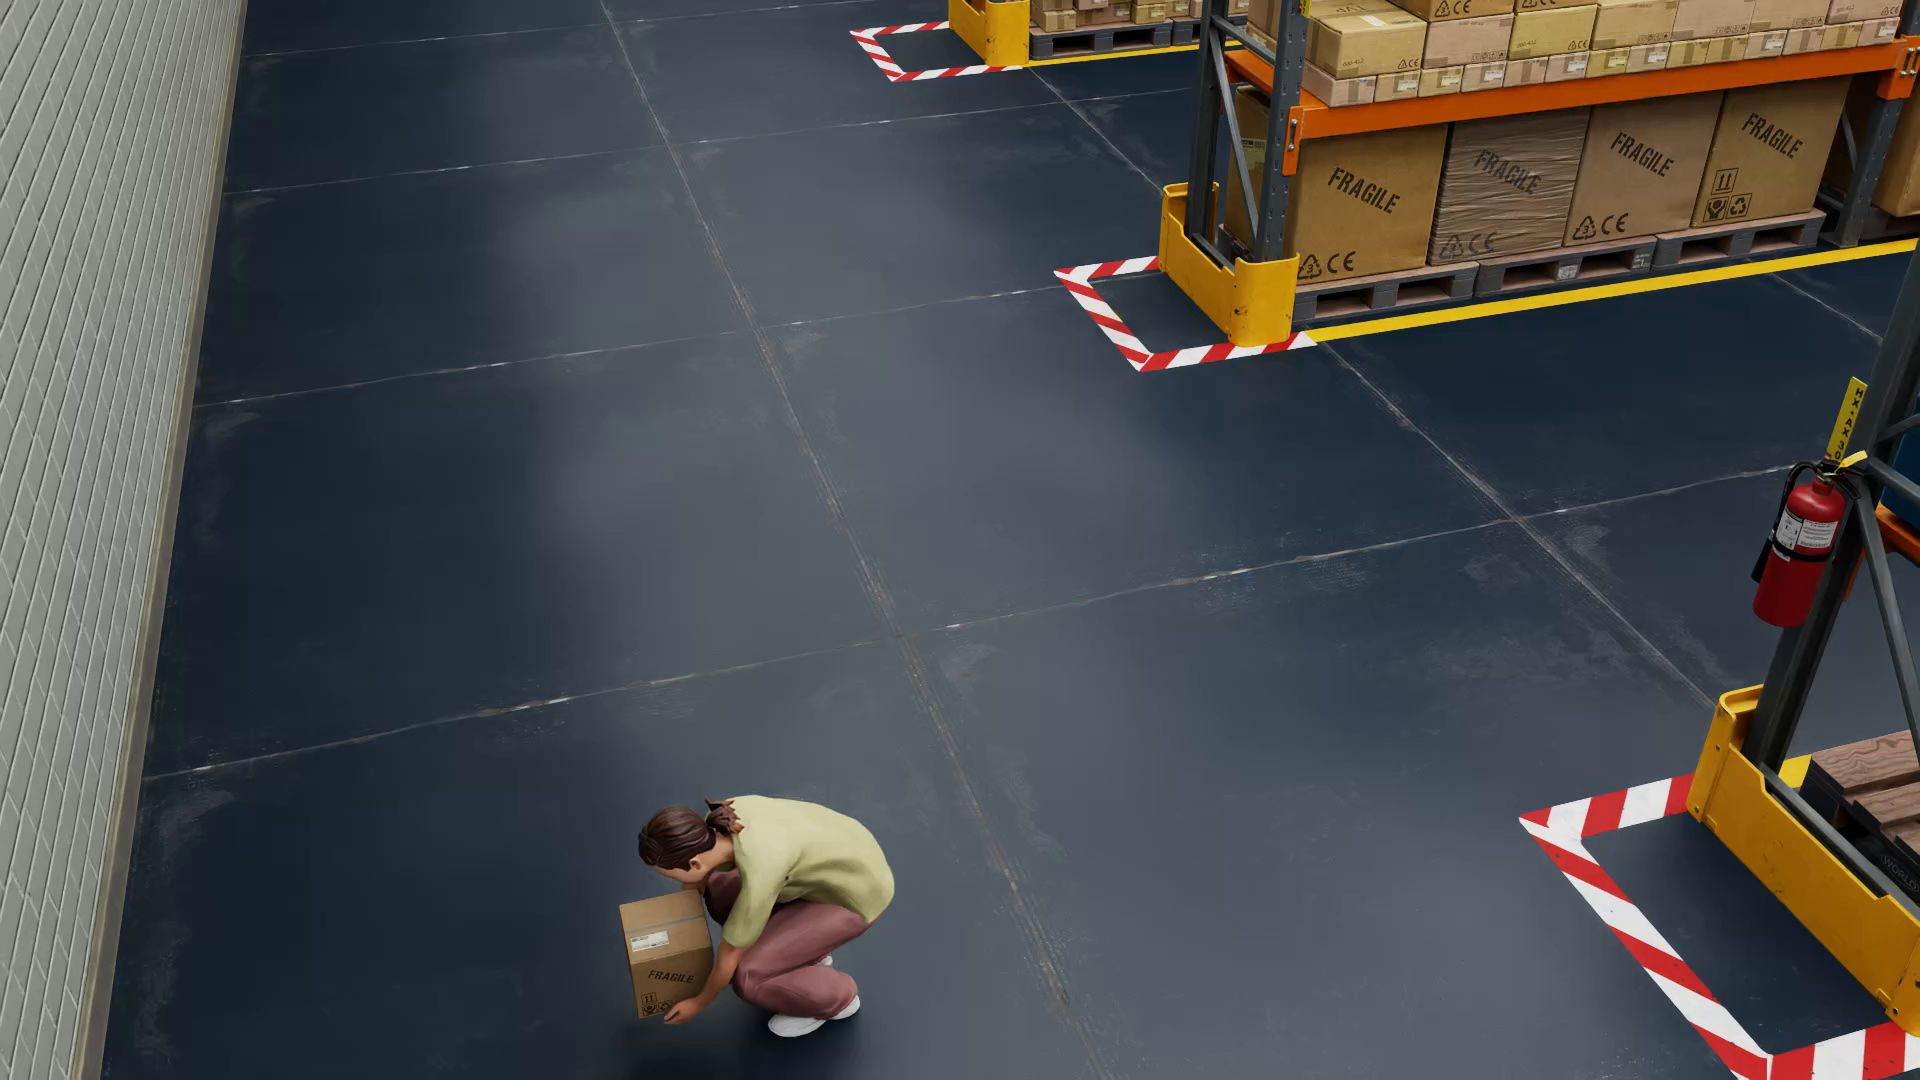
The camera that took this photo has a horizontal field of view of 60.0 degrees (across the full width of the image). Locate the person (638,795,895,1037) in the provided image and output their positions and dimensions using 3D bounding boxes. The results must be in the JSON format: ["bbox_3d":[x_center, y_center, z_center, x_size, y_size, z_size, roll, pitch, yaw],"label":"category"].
[{"bbox_3d":[-0.586,1.119,5.134,0.779,0.954,0.484,-10,35,-15],"label":"person"}]
